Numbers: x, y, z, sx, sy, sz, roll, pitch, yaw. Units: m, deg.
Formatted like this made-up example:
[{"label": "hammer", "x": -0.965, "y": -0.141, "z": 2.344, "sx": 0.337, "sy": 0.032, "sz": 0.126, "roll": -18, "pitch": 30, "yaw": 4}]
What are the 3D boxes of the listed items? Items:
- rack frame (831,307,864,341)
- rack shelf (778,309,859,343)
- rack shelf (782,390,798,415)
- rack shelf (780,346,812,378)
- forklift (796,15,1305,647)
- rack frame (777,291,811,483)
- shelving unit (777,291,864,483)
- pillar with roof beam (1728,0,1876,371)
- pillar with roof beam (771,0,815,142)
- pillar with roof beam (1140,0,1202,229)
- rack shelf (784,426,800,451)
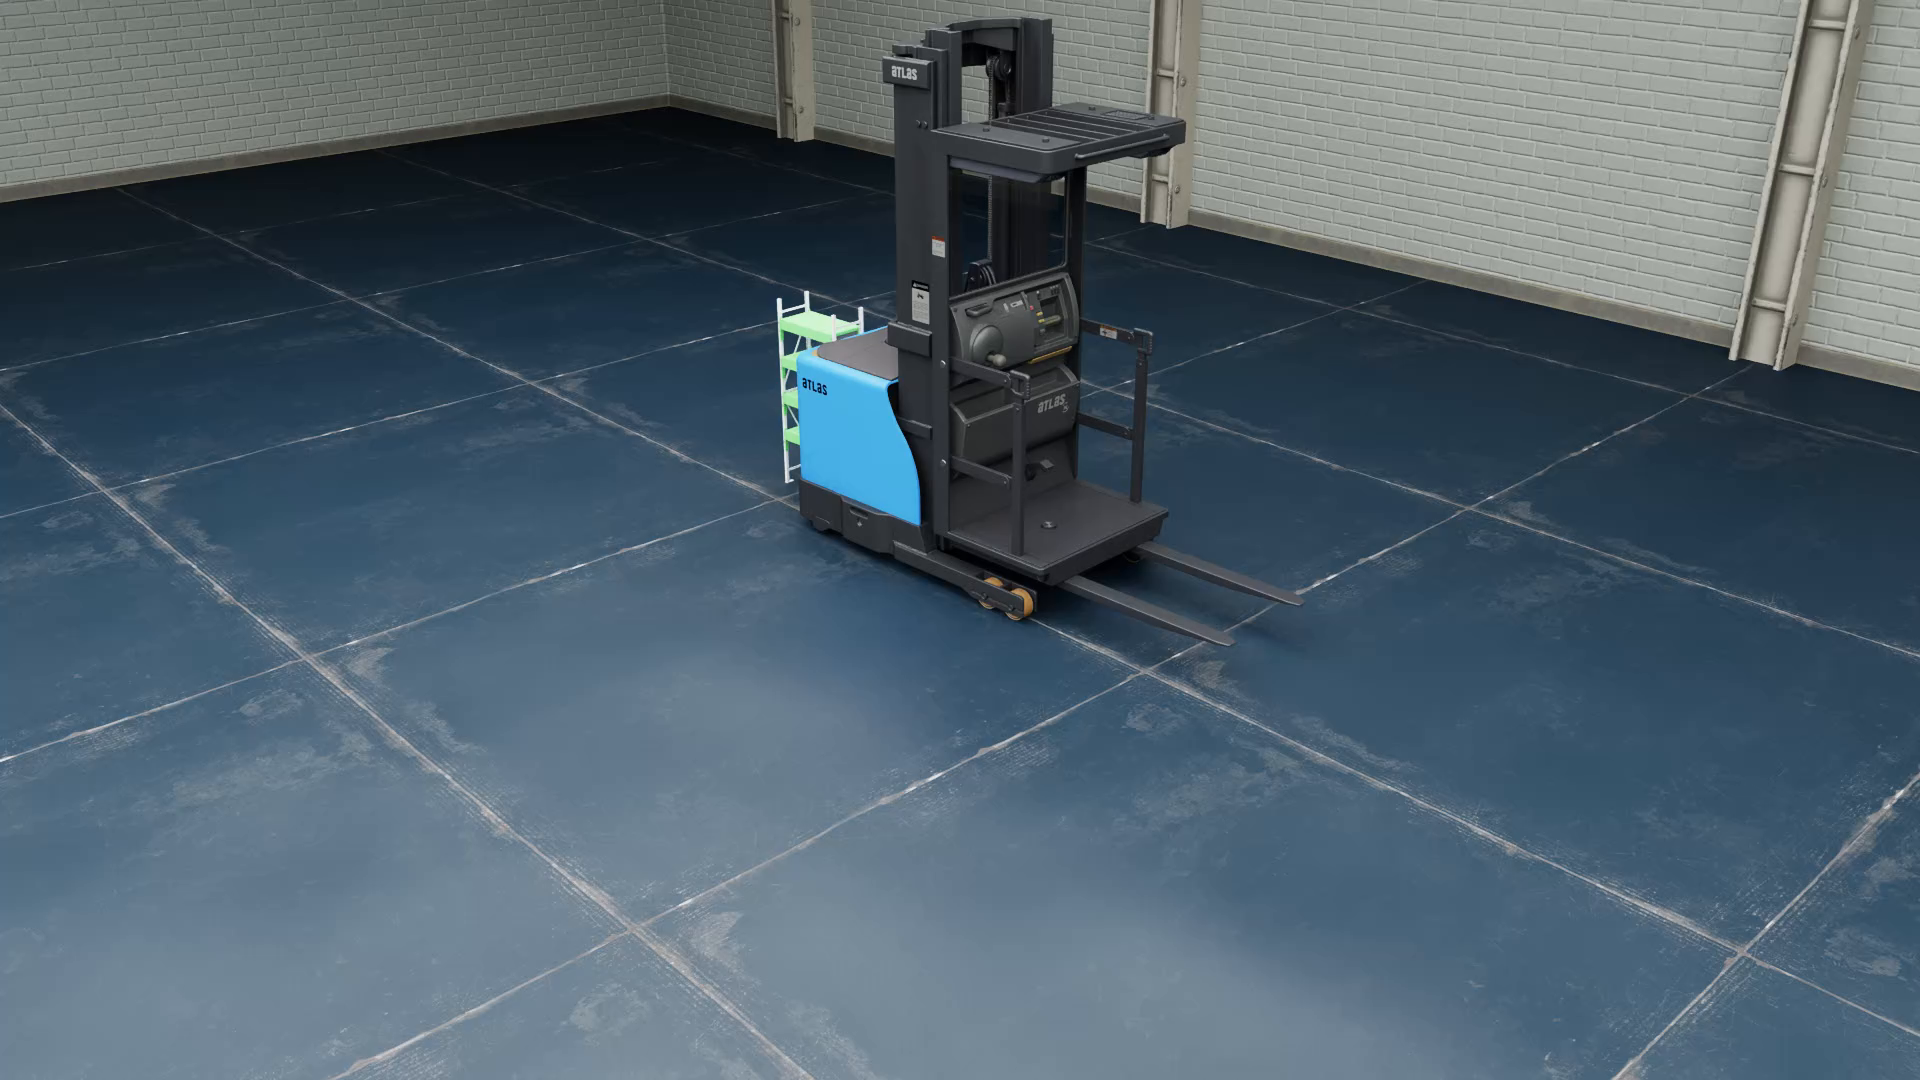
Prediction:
[{"label": "rack frame", "x": -0.666, "y": -0.803, "z": 10.064, "sx": 0.015, "sy": 1.200, "sz": 0.240, "roll": 22, "pitch": 32, "yaw": 39}, {"label": "rack shelf", "x": -0.841, "y": -1.252, "z": 10.046, "sx": 0.480, "sy": 0.148, "sz": 0.258, "roll": 22, "pitch": 32, "yaw": 39}, {"label": "rack shelf", "x": -0.841, "y": -0.815, "z": 10.245, "sx": 0.480, "sy": 0.148, "sz": 0.258, "roll": 22, "pitch": 32, "yaw": 39}, {"label": "rack shelf", "x": -0.841, "y": -1.033, "z": 10.145, "sx": 0.480, "sy": 0.148, "sz": 0.258, "roll": 22, "pitch": 32, "yaw": 39}, {"label": "forklift", "x": 0.453, "y": -1.152, "z": 8.743, "sx": 3.031, "sy": 2.935, "sz": 1.130, "roll": 22, "pitch": 32, "yaw": 39}, {"label": "rack frame", "x": -1.017, "y": -0.944, "z": 10.373, "sx": 0.015, "sy": 1.200, "sz": 0.240, "roll": 22, "pitch": 32, "yaw": 39}, {"label": "shelving unit", "x": -0.841, "y": -0.873, "z": 10.218, "sx": 0.503, "sy": 1.200, "sz": 0.258, "roll": 22, "pitch": 32, "yaw": 39}, {"label": "pillar with roof beam", "x": 3.021, "y": -4.252, "z": 8.229, "sx": 9.100, "sy": 9.000, "sz": 0.400, "roll": -21, "pitch": 32, "yaw": -38}, {"label": "pillar with roof beam", "x": -5.181, "y": -7.888, "z": 16.198, "sx": 9.100, "sy": 9.000, "sz": 0.400, "roll": -21, "pitch": 32, "yaw": -38}, {"label": "pillar with roof beam", "x": -1.080, "y": -6.070, "z": 12.213, "sx": 9.100, "sy": 9.000, "sz": 0.400, "roll": -21, "pitch": 32, "yaw": -38}, {"label": "rack shelf", "x": -0.841, "y": -0.597, "z": 10.345, "sx": 0.480, "sy": 0.148, "sz": 0.258, "roll": 22, "pitch": 32, "yaw": 39}]
